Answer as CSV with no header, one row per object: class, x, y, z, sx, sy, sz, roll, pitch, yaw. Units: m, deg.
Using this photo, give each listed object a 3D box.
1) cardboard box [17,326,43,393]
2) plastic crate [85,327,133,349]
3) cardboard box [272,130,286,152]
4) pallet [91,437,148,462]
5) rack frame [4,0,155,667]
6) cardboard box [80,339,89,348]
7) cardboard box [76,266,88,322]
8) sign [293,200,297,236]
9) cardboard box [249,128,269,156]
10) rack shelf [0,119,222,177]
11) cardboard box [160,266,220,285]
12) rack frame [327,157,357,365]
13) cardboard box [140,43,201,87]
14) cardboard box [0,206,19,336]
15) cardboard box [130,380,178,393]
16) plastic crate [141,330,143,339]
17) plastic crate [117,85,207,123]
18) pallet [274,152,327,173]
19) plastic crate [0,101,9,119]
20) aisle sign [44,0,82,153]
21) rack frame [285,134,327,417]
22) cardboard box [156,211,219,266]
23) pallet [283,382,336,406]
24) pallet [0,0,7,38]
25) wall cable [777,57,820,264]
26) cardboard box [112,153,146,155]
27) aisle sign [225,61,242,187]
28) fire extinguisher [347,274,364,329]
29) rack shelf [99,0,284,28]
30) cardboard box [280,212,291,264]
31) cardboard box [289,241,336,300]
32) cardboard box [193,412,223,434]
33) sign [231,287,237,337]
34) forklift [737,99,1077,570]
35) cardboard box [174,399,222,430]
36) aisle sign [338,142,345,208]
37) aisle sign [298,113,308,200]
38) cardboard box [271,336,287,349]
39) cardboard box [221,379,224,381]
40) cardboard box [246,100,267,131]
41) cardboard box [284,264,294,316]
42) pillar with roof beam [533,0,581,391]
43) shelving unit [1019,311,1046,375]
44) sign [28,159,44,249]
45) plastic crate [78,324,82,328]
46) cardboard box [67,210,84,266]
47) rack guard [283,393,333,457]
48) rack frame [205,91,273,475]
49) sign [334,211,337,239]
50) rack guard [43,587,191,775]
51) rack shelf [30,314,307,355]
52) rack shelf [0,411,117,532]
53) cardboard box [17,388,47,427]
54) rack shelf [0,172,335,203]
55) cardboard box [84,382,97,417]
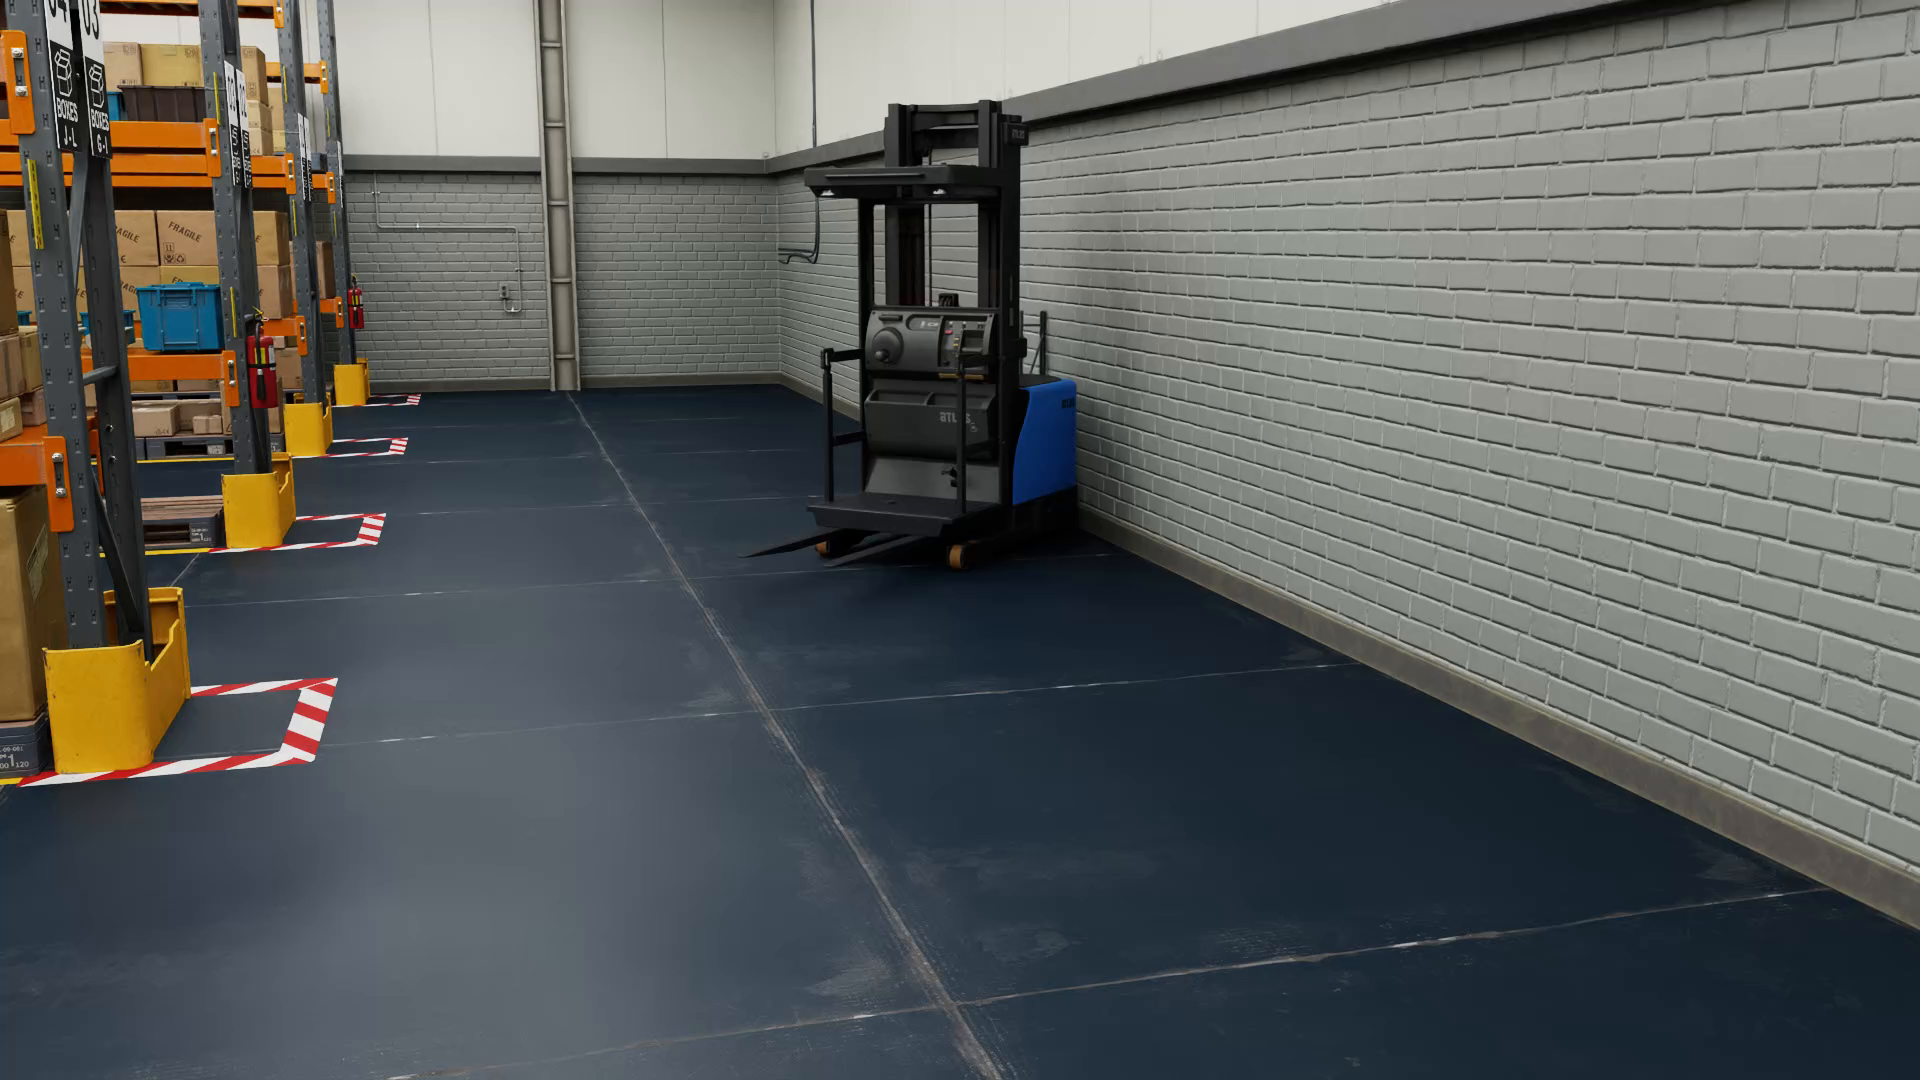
cardboard box,-4.119,-0.754,6.950,0.500,0.250,0.500,-3,11,-17
plastic crate,-5.699,-1.347,11.140,0.243,0.136,0.396,-3,11,-16
cardboard box,-8.365,-4.816,20.115,0.500,0.250,0.500,-3,11,-14
pallet,-8.355,-0.904,15.875,1.213,0.211,1.003,-3,11,-16
rack frame,-3.582,-0.659,6.840,0.127,3.000,1.000,-3,11,-16
cardboard box,-10.450,-2.341,19.933,0.250,0.149,0.380,-3,11,-14
cardboard box,-8.163,-2.284,15.390,0.500,0.500,0.500,-3,11,-17
sign,-6.212,-3.008,15.533,0.005,0.325,0.100,-3,11,-16
cardboard box,-6.767,-3.711,15.547,0.500,0.250,0.500,-3,11,-16
rack shelf,-6.887,-2.540,10.761,4.000,0.370,1.077,-3,11,-16
cardboard box,-7.199,-2.333,15.660,0.500,0.500,0.500,-3,11,-15
rack frame,-7.736,-3.242,20.872,0.127,3.000,1.000,-3,11,-16
cardboard box,-7.340,-4.358,15.610,0.500,0.500,0.700,-3,11,-16
cardboard box,-3.977,-1.030,6.377,0.500,0.500,0.500,-3,11,-15
cardboard box,-9.853,-2.087,20.344,0.500,0.500,0.700,-3,11,-15
plastic crate,-5.627,-1.463,11.769,0.298,0.136,0.250,-3,11,-16
plastic crate,-5.414,-2.960,11.415,0.590,0.269,0.497,-3,11,-16
pallet,-8.445,-4.634,20.395,1.213,0.211,1.003,-3,11,-16
plastic crate,-6.511,-2.935,11.091,0.767,0.338,0.504,-3,11,-16
aisle sign,-3.429,-1.889,6.341,0.004,0.787,0.394,-3,11,-16
rack frame,-6.348,-2.381,16.196,0.127,3.000,1.000,-3,11,-16
cardboard box,-7.183,-2.826,15.574,0.500,0.500,0.500,-3,11,-14
pallet,-8.482,-1.817,20.831,1.213,0.211,1.003,-3,11,-16
pallet,-4.292,-2.051,6.363,1.213,0.211,1.003,-3,11,-16
wall cable,-2.205,-4.889,21.827,0.112,2.526,3.097,-3,11,-16
cardboard box,-7.727,-3.660,15.271,0.500,0.250,0.500,-3,11,-16
aisle sign,-4.816,-2.751,11.025,0.004,0.787,0.394,-3,11,-16
fire extinguisher,-7.462,-2.948,20.519,0.183,0.674,0.296,-3,11,-16
rack shelf,-8.268,-4.875,15.168,4.000,0.370,1.077,-3,11,-16
cardboard box,-6.847,-2.945,16.223,0.500,0.500,0.500,-3,11,-14
cardboard box,-8.223,-3.362,20.695,0.700,0.700,0.980,-3,11,-13
cardboard box,-7.215,-1.129,16.004,0.250,0.166,0.380,-3,11,-16
sign,-4.797,-1.505,10.987,0.005,0.325,0.100,-3,11,-16
forklift,-0.300,-1.341,10.737,1.130,2.935,3.031,6,12,28
cardboard box,-7.429,-1.242,16.386,0.500,0.250,0.500,-3,11,-16
aisle sign,-7.583,-4.472,20.373,0.004,0.787,0.394,-3,11,-16
aisle sign,-6.197,-3.610,15.690,0.004,0.787,0.394,-3,11,-16
cardboard box,-8.452,-2.447,20.507,0.250,0.149,0.380,-3,11,-17
cardboard box,-8.860,-2.141,20.636,0.500,0.500,0.700,-3,11,-16
cardboard box,-6.770,-3.958,15.510,0.500,0.250,0.500,-3,11,-16
cardboard box,-6.847,-2.454,16.313,0.500,0.500,0.500,-3,11,-15
pillar with roof beam,-4.182,-5.731,17.823,0.400,9.000,9.100,-3,11,-16
shelving unit,0.066,-0.990,12.675,1.048,1.500,0.538,4,8,24
sign,-3.444,-1.250,6.198,0.005,0.325,0.100,-3,11,-16
plastic crate,-6.278,-1.428,11.582,0.298,0.136,0.250,-3,11,-16
cardboard box,-8.173,-2.773,15.286,0.500,0.500,0.500,-3,11,-14
rack guard,-6.421,-1.148,16.401,0.348,0.500,1.175,-3,11,-16
rack frame,-4.967,-1.520,11.517,0.127,3.000,1.000,-3,11,-16
sign,-7.598,-3.833,20.230,0.005,0.325,0.100,-3,11,-16
rack guard,-3.559,0.569,7.073,0.348,0.500,1.175,-3,11,-16
rack shelf,-8.268,-1.926,15.711,4.000,0.370,1.077,-3,11,-16
rack shelf,-5.503,-0.204,6.356,4.000,0.370,1.077,-3,11,-16
cardboard box,-4.016,-0.575,7.077,0.250,0.149,0.380,-3,11,-15
rack shelf,-9.656,-4.262,20.116,4.000,0.370,1.077,-3,11,-16
cardboard box,-8.386,-1.263,15.803,0.637,0.503,0.797,-3,11,-16
